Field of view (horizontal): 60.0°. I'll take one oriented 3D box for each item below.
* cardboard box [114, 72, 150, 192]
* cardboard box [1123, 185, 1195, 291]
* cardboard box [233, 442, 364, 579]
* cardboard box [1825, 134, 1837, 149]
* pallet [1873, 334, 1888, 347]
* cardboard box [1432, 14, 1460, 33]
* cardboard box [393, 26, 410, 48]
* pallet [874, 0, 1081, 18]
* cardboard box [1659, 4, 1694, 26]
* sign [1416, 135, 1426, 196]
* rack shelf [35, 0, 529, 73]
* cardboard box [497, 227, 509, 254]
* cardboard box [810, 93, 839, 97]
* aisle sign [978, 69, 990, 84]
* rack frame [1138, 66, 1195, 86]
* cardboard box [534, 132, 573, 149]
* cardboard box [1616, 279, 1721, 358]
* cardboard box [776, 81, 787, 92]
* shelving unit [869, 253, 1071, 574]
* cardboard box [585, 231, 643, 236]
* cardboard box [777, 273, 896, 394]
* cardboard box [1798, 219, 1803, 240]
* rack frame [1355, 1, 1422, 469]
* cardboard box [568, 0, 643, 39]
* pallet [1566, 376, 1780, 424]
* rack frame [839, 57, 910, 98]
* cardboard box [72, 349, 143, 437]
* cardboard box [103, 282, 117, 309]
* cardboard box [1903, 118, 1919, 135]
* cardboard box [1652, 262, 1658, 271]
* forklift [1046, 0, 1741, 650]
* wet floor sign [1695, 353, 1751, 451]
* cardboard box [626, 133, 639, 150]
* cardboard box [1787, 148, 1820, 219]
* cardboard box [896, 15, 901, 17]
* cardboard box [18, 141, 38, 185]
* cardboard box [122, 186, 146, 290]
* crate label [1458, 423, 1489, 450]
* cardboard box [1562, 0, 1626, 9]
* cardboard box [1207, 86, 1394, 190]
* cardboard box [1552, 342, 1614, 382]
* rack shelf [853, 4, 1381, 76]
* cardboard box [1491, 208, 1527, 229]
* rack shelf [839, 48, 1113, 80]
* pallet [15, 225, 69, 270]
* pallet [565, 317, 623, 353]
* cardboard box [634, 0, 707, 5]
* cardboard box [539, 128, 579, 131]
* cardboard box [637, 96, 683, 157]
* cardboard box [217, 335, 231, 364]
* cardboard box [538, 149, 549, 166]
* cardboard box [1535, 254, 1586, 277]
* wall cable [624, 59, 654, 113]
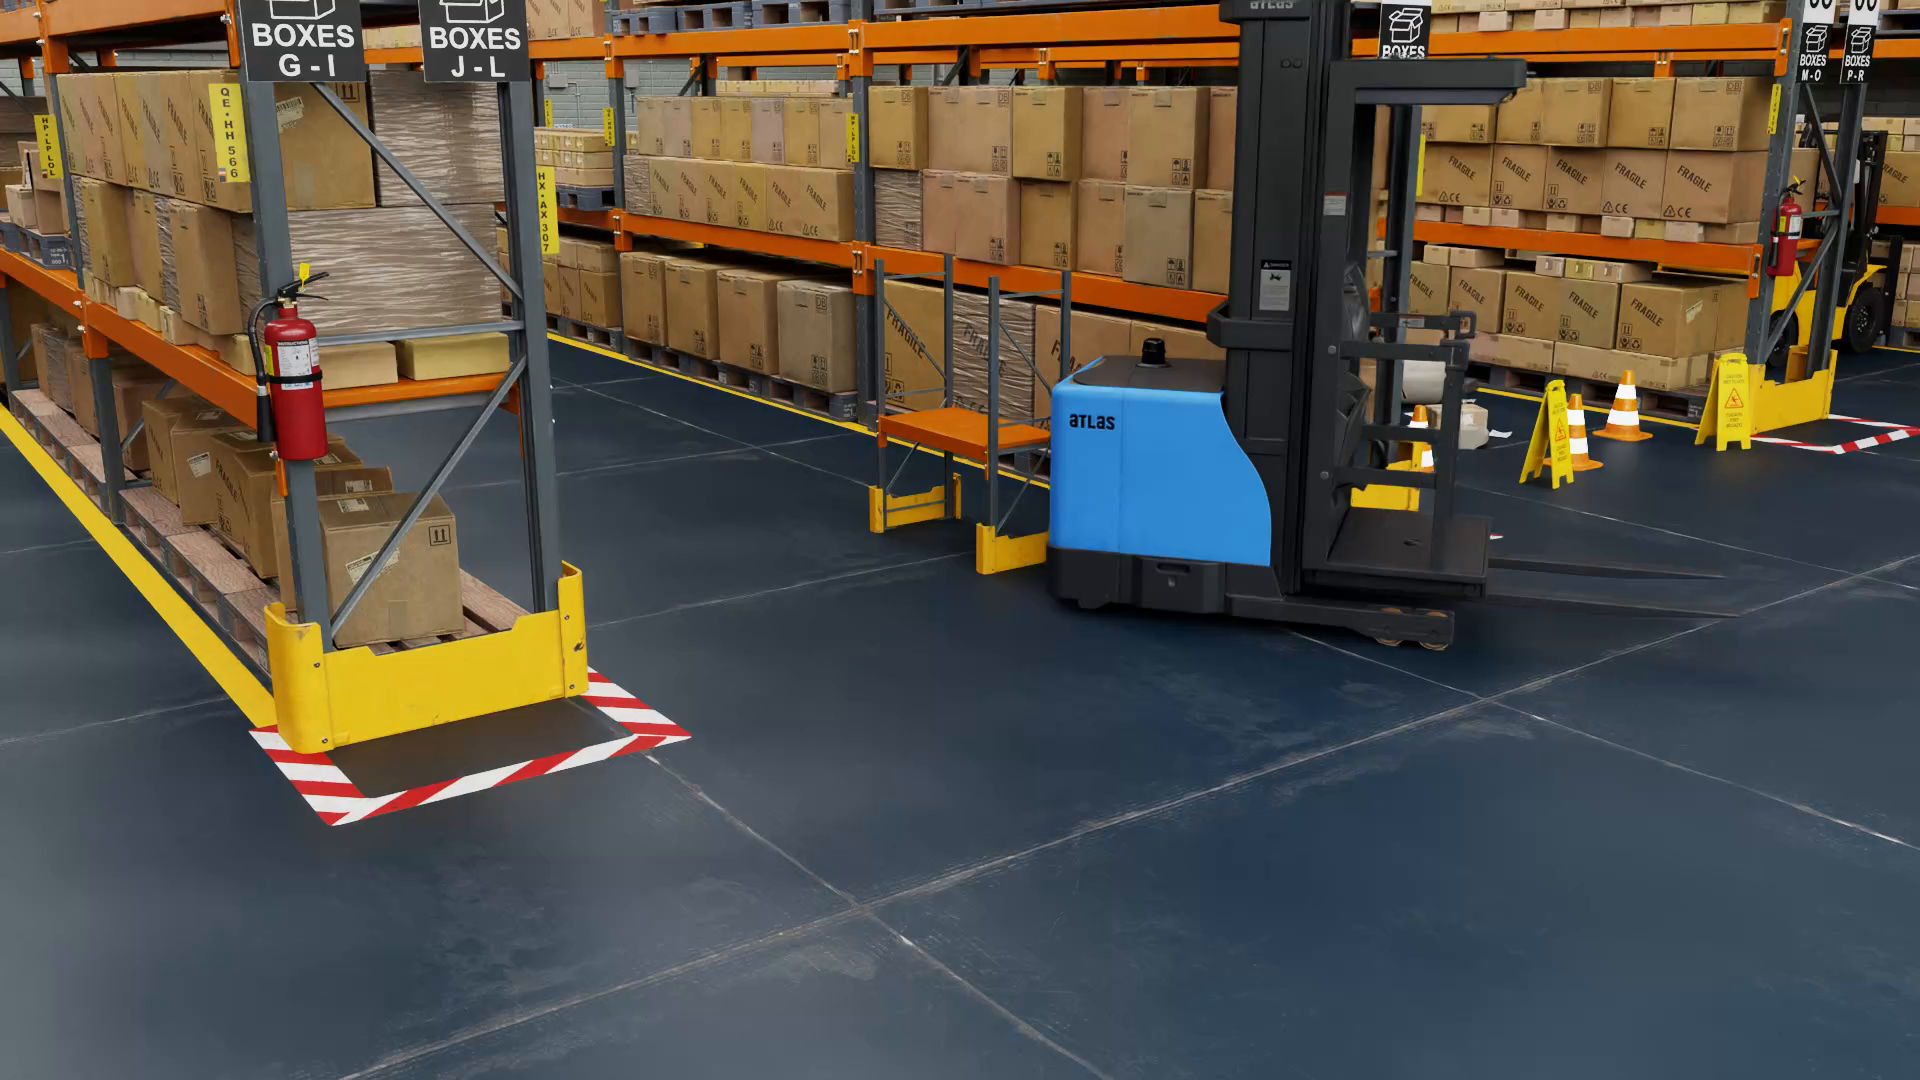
[{"bbox_3d":[-3.429,-1.831,7.437,0.500,0.500,0.500,-11,19,-35],"label":"cardboard box"},{"bbox_3d":[1.448,-1.764,9.554,0.875,0.550,0.550,-11,19,-35],"label":"cardboard box"},{"bbox_3d":[-3.113,-0.149,7.876,0.500,0.500,0.500,-9,18,-29],"label":"cardboard box"},{"bbox_3d":[8.517,-3.839,16.003,0.380,0.149,0.250,-11,19,-36],"label":"cardboard box"},{"bbox_3d":[8.804,-2.138,16.489,1.003,0.211,1.213,-11,19,-35],"label":"pallet"},{"bbox_3d":[4.080,-4.210,13.570,0.380,0.149,0.250,-10,18,-33],"label":"cardboard box"},{"bbox_3d":[-6.102,-5.722,18.901,0.500,0.250,0.500,-11,19,-35],"label":"cardboard box"},{"bbox_3d":[0.164,-3.587,10.985,1.003,0.211,1.213,-11,19,-35],"label":"pallet"},{"bbox_3d":[5.251,-3.763,11.938,0.380,0.149,0.250,-10,18,-33],"label":"cardboard box"},{"bbox_3d":[2.496,-2.046,9.078,0.100,0.325,0.005,-11,19,-35],"label":"sign"},{"bbox_3d":[-3.204,-2.284,7.418,1.077,0.370,4.000,-11,19,-35],"label":"rack shelf"},{"bbox_3d":[-4.476,-3.114,17.290,0.500,0.250,0.500,-10,18,-33],"label":"cardboard box"},{"bbox_3d":[-1.568,-5.446,21.208,0.500,0.500,0.500,-11,19,-35],"label":"cardboard box"},{"bbox_3d":[0.316,-7.706,26.623,0.394,0.787,0.004,-11,19,-35],"label":"aisle sign"},{"bbox_3d":[2.945,-5.629,23.959,1.000,3.000,0.127,-11,19,-35],"label":"rack frame"},{"bbox_3d":[-3.916,-3.834,15.955,0.380,0.149,0.250,-11,19,-35],"label":"cardboard box"},{"bbox_3d":[5.306,-1.664,12.465,0.500,0.500,0.500,-11,19,-34],"label":"cardboard box"},{"bbox_3d":[-2.207,-6.000,22.003,0.380,0.149,0.250,-11,19,-36],"label":"cardboard box"},{"bbox_3d":[0.045,-0.707,8.819,0.587,1.500,1.083,-11,19,-35],"label":"shelving unit"},{"bbox_3d":[-3.449,-2.973,16.774,0.500,0.250,0.500,-11,19,-34],"label":"cardboard box"},{"bbox_3d":[-0.746,-1.595,12.689,1.050,0.750,0.750,-11,19,-35],"label":"cardboard box"},{"bbox_3d":[5.956,-2.278,12.195,0.380,0.149,0.250,-11,19,-34],"label":"cardboard box"},{"bbox_3d":[2.044,-1.505,8.893,1.000,3.000,0.127,-11,19,-35],"label":"rack frame"},{"bbox_3d":[-3.201,-4.791,15.027,0.500,0.500,0.500,-11,19,-35],"label":"cardboard box"},{"bbox_3d":[5.494,-1.145,12.860,1.003,0.211,1.213,-11,19,-35],"label":"pallet"},{"bbox_3d":[-1.067,-4.857,21.141,1.000,3.000,0.127,-11,19,-35],"label":"rack frame"},{"bbox_3d":[-5.318,-0.976,10.862,0.700,0.500,0.500,-13,20,-39],"label":"cardboard box"},{"bbox_3d":[-4.191,-1.293,8.593,0.380,0.149,0.250,-11,19,-35],"label":"cardboard box"},{"bbox_3d":[8.945,-3.817,15.359,0.380,0.149,0.250,-10,18,-33],"label":"cardboard box"},{"bbox_3d":[7.333,-3.087,18.376,0.875,0.625,0.625,-10,18,-32],"label":"cardboard box"},{"bbox_3d":[1.982,-1.087,7.494,3.031,2.935,1.130,5,16,18],"label":"forklift"},{"bbox_3d":[5.234,-0.953,11.335,0.267,0.644,0.232,-4,16,-15],"label":"wet floor sign"},{"bbox_3d":[-2.935,-3.767,15.712,0.380,0.149,0.250,-11,19,-36],"label":"cardboard box"},{"bbox_3d":[5.934,-2.631,12.253,0.500,0.500,0.500,-11,19,-35],"label":"cardboard box"},{"bbox_3d":[-0.784,-6.322,19.825,0.500,0.500,0.500,-11,19,-36],"label":"cardboard box"},{"bbox_3d":[-6.382,-2.607,11.933,0.500,0.500,0.500,-14,21,-41],"label":"cardboard box"},{"bbox_3d":[-3.524,-1.494,8.098,0.875,0.500,0.500,-11,19,-35],"label":"cardboard box"},{"bbox_3d":[3.482,-0.719,11.444,0.298,0.136,0.250,7,17,23],"label":"crate label"},{"bbox_3d":[4.866,-4.098,12.405,0.500,0.250,0.500,-10,18,-33],"label":"cardboard box"},{"bbox_3d":[1.857,-2.183,9.042,0.875,0.550,0.550,-11,19,-35],"label":"cardboard box"},{"bbox_3d":[4.997,-1.414,12.973,0.500,0.250,0.500,-11,19,-34],"label":"cardboard box"},{"bbox_3d":[0.868,-3.032,10.152,1.077,0.370,4.000,-11,19,-35],"label":"rack shelf"},{"bbox_3d":[4.477,-2.587,13.321,0.380,0.149,0.250,-11,19,-35],"label":"cardboard box"},{"bbox_3d":[0.109,-5.530,19.280,1.077,0.370,4.000,-11,19,-35],"label":"rack shelf"},{"bbox_3d":[-5.535,-1.956,10.905,1.003,0.211,1.213,-11,19,-35],"label":"pallet"},{"bbox_3d":[-3.118,-2.035,16.113,1.003,0.211,1.213,-11,19,-35],"label":"pallet"},{"bbox_3d":[-2.412,-4.679,13.992,0.500,0.311,0.500,-11,19,-34],"label":"cardboard box"},{"bbox_3d":[-4.155,-4.212,17.335,0.380,0.149,0.250,-11,19,-35],"label":"cardboard box"},{"bbox_3d":[-2.404,-3.646,14.633,0.700,0.500,0.500,-11,19,-35],"label":"cardboard box"},{"bbox_3d":[-2.832,-0.819,6.862,0.380,0.149,0.250,-11,19,-35],"label":"cardboard box"},{"bbox_3d":[-3.781,-3.639,15.807,0.380,0.149,0.250,-11,19,-34],"label":"cardboard box"},{"bbox_3d":[4.737,-2.155,13.032,0.380,0.149,0.250,-10,18,-32],"label":"cardboard box"},{"bbox_3d":[-5.613,-7.625,29.327,0.588,1.984,0.122,-11,19,-35],"label":"wall cable"}]
